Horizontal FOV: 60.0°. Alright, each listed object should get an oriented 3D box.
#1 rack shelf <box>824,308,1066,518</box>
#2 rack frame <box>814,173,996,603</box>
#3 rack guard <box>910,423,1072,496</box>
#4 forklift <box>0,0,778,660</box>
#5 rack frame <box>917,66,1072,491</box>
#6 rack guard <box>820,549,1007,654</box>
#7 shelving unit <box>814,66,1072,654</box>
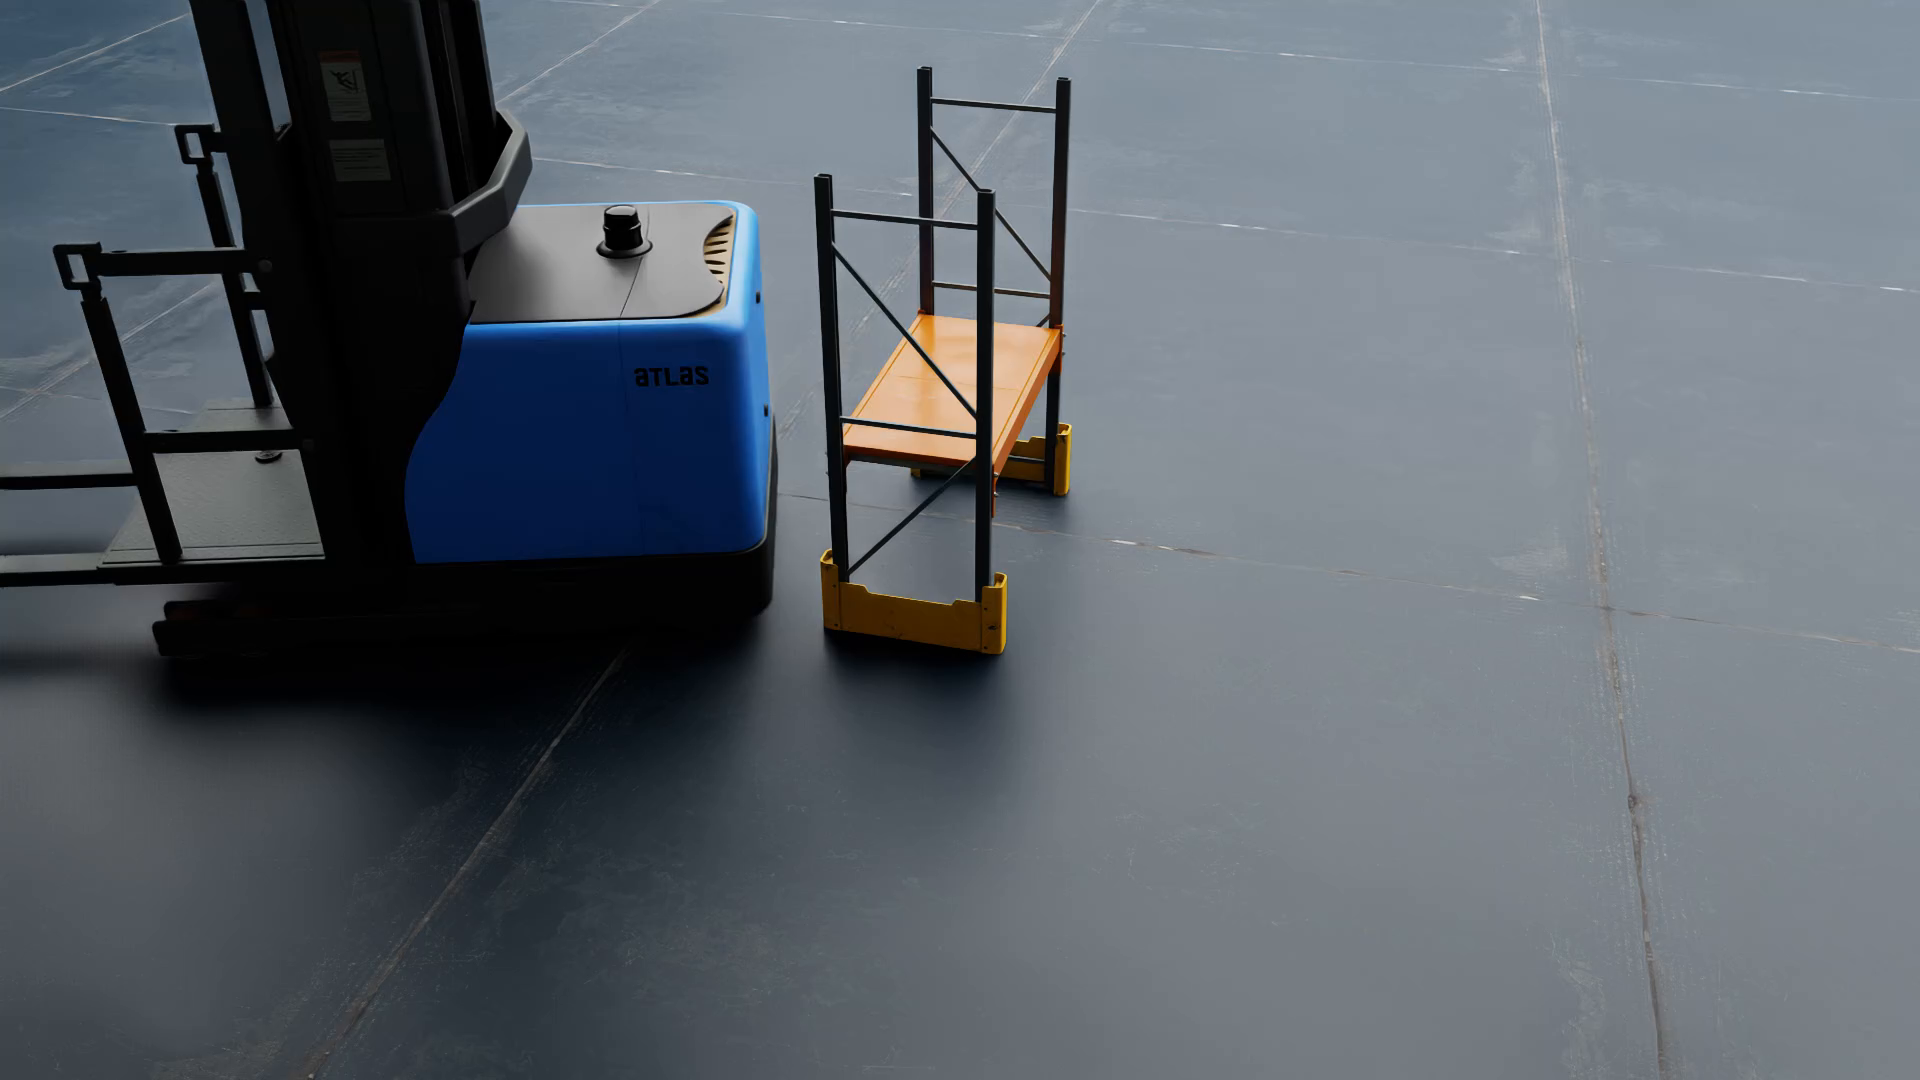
[{"bbox_3d":[-0.022,-0.437,5.374,0.538,0.185,1.000,8,33,12],"label":"rack shelf"},{"bbox_3d":[-0.151,-0.325,4.863,0.500,1.500,0.032,8,33,12],"label":"rack frame"},{"bbox_3d":[0.107,-0.324,6.027,0.587,0.250,0.087,8,33,12],"label":"rack guard"},{"bbox_3d":[-2.142,-1.159,4.841,3.031,2.935,1.130,-2,33,-3],"label":"forklift"},{"bbox_3d":[0.107,-0.852,5.693,0.500,1.500,0.032,8,33,12],"label":"rack frame"},{"bbox_3d":[-0.146,0.192,5.214,0.587,0.250,0.087,8,33,12],"label":"rack guard"},{"bbox_3d":[-0.019,-0.593,5.285,0.587,1.500,1.083,8,33,12],"label":"shelving unit"}]
